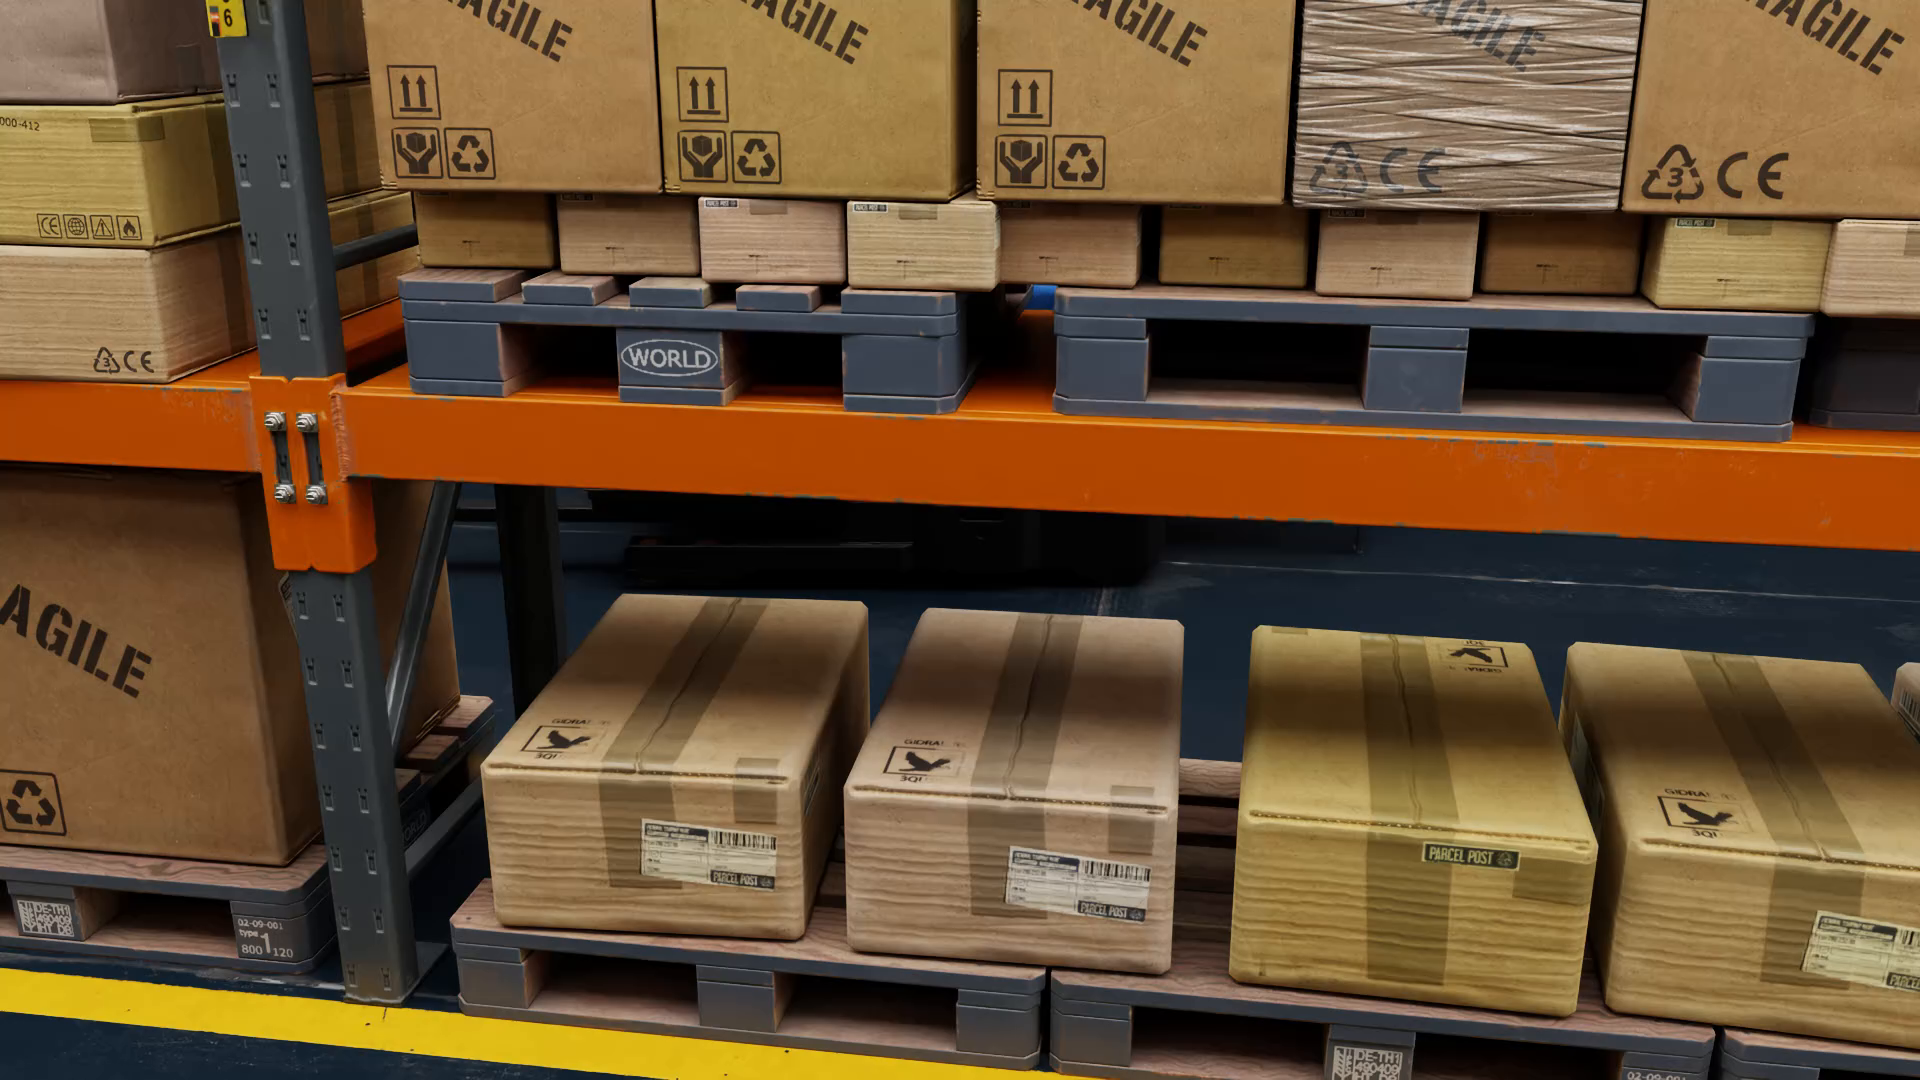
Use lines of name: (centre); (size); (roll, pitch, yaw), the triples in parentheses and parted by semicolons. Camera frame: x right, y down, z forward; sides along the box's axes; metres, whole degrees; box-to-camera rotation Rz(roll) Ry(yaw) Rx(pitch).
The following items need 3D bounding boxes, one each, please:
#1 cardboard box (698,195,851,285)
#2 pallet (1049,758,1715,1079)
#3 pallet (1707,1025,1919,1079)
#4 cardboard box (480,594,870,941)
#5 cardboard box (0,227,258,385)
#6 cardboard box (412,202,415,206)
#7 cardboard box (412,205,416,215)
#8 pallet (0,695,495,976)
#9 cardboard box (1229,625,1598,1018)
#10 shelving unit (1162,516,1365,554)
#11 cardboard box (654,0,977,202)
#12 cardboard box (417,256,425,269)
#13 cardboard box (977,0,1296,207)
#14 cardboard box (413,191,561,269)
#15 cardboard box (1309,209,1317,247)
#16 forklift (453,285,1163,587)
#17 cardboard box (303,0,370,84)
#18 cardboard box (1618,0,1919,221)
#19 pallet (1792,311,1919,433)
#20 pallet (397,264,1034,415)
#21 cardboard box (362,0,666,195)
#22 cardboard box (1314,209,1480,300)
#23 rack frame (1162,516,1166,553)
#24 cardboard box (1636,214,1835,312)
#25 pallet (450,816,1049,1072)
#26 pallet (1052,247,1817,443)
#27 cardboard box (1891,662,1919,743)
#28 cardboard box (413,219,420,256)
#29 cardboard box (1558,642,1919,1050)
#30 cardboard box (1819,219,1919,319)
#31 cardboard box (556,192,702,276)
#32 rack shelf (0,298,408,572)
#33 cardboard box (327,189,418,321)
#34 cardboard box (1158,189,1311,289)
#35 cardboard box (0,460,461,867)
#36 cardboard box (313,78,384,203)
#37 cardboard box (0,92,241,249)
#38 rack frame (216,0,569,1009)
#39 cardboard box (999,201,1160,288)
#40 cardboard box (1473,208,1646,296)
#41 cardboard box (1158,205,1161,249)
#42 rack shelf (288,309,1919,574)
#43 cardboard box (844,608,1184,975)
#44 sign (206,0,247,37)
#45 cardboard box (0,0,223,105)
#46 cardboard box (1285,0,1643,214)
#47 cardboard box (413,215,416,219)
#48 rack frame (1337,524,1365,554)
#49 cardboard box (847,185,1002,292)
cardboard box: (-0.304, -0.570, 3.014); (0.250, 0.149, 0.380); (2, 19, 5)
pallet: (0.840, 0.807, 3.560); (1.213, 0.211, 1.003); (3, 19, 9)
pallet: (2.048, 0.867, 3.379); (1.213, 0.211, 1.003); (3, 19, 9)
cardboard box: (-0.576, 0.461, 3.678); (0.625, 0.372, 0.950); (2, 19, 5)
cardboard box: (-1.673, -0.491, 3.279); (0.500, 0.250, 0.500); (2, 19, 7)
cardboard box: (-3.130, -1.742, 9.037); (0.250, 0.149, 0.380); (2, 19, 6)
cardboard box: (-2.866, -1.711, 8.945); (0.250, 0.149, 0.380); (3, 19, 10)
pallet: (-1.899, 0.641, 4.054); (1.213, 0.211, 1.003); (3, 19, 9)
cardboard box: (0.902, 0.535, 3.455); (0.625, 0.372, 0.950); (4, 19, 10)
shelving unit: (1.115, -0.724, 6.103); (0.755, 1.500, 0.431); (0, 19, 1)
cardboard box: (-0.209, -0.886, 2.936); (0.500, 0.500, 0.500); (4, 19, 11)
cardboard box: (-2.837, -1.243, 8.568); (0.500, 0.500, 0.500); (2, 19, 7)
cardboard box: (0.316, -0.862, 2.863); (0.500, 0.500, 0.500); (3, 19, 10)
cardboard box: (-0.841, -0.623, 3.172); (0.250, 0.149, 0.380); (2, 19, 5)
cardboard box: (0.771, -0.702, 3.407); (0.250, 0.149, 0.380); (2, 19, 7)
forklift: (-0.798, -1.393, 5.847); (3.031, 2.935, 1.130); (0, 19, 1)
cardboard box: (-1.580, -1.241, 3.551); (0.500, 0.500, 0.500); (2, 19, 7)
cardboard box: (1.326, -0.808, 2.702); (0.500, 0.500, 0.500); (4, 19, 11)
pallet: (2.086, -0.409, 3.102); (1.213, 0.211, 1.003); (3, 19, 9)
pallet: (-0.412, -0.524, 3.445); (1.003, 0.211, 1.213); (3, 19, 9)
cardboard box: (-0.725, -0.910, 3.008); (0.500, 0.500, 0.500); (2, 19, 7)
cardboard box: (0.747, -0.527, 2.884); (0.250, 0.149, 0.380); (4, 19, 10)
rack frame: (0.749, -0.725, 6.107); (0.023, 1.500, 0.400); (0, 19, 1)
cardboard box: (1.260, -0.492, 2.779); (0.250, 0.149, 0.380); (3, 19, 9)
pallet: (-0.361, 0.744, 3.746); (1.213, 0.211, 1.003); (3, 19, 9)
pallet: (0.829, -0.440, 3.193); (1.213, 0.211, 1.003); (3, 19, 9)
cardboard box: (2.299, 0.605, 3.247); (0.625, 0.372, 0.950); (3, 19, 9)
cardboard box: (-2.687, -1.548, 8.458); (0.250, 0.149, 0.380); (4, 19, 11)
cardboard box: (1.589, 0.570, 3.352); (0.625, 0.372, 0.950); (4, 19, 12)
cardboard box: (1.496, -0.468, 2.709); (0.250, 0.149, 0.380); (3, 19, 9)
cardboard box: (-0.567, -0.598, 3.098); (0.250, 0.149, 0.380); (2, 19, 5)
rack shelf: (-3.107, -0.377, 3.837); (4.000, 0.370, 1.077); (3, 19, 9)
cardboard box: (-1.575, -0.650, 3.755); (0.500, 0.250, 0.500); (3, 19, 8)
cardboard box: (0.500, -0.560, 2.984); (0.250, 0.149, 0.380); (4, 19, 11)
cardboard box: (-1.801, 0.130, 3.874); (0.875, 0.875, 0.875); (3, 19, 8)
cardboard box: (-1.593, -0.887, 3.674); (0.500, 0.250, 0.500); (3, 19, 8)
cardboard box: (-1.651, -0.728, 3.201); (0.500, 0.250, 0.500); (3, 19, 8)
rack frame: (-1.132, -0.618, 3.422); (0.127, 3.000, 1.000); (3, 19, 9)
cardboard box: (0.215, -0.562, 2.990); (0.250, 0.149, 0.380); (4, 19, 12)
cardboard box: (1.017, -0.537, 2.915); (0.250, 0.149, 0.380); (2, 19, 7)
cardboard box: (0.510, -0.689, 3.368); (0.250, 0.149, 0.380); (3, 19, 9)
rack shelf: (0.843, -0.176, 3.235); (4.000, 0.370, 1.077); (3, 19, 9)
cardboard box: (0.154, 0.495, 3.575); (0.625, 0.372, 0.950); (3, 19, 8)
sign: (-1.217, -0.993, 2.718); (0.005, 0.325, 0.100); (3, 19, 9)
cardboard box: (-1.684, -1.083, 3.080); (0.500, 0.500, 0.500); (2, 19, 7)
cardboard box: (0.809, -0.834, 2.780); (0.500, 0.500, 0.500); (2, 19, 7)
cardboard box: (-2.931, -1.561, 8.498); (0.250, 0.149, 0.380); (3, 19, 9)
rack frame: (1.481, -0.722, 6.099); (0.023, 1.500, 0.400); (0, 19, 1)
cardboard box: (-0.036, -0.550, 2.953); (0.250, 0.149, 0.380); (3, 19, 9)
